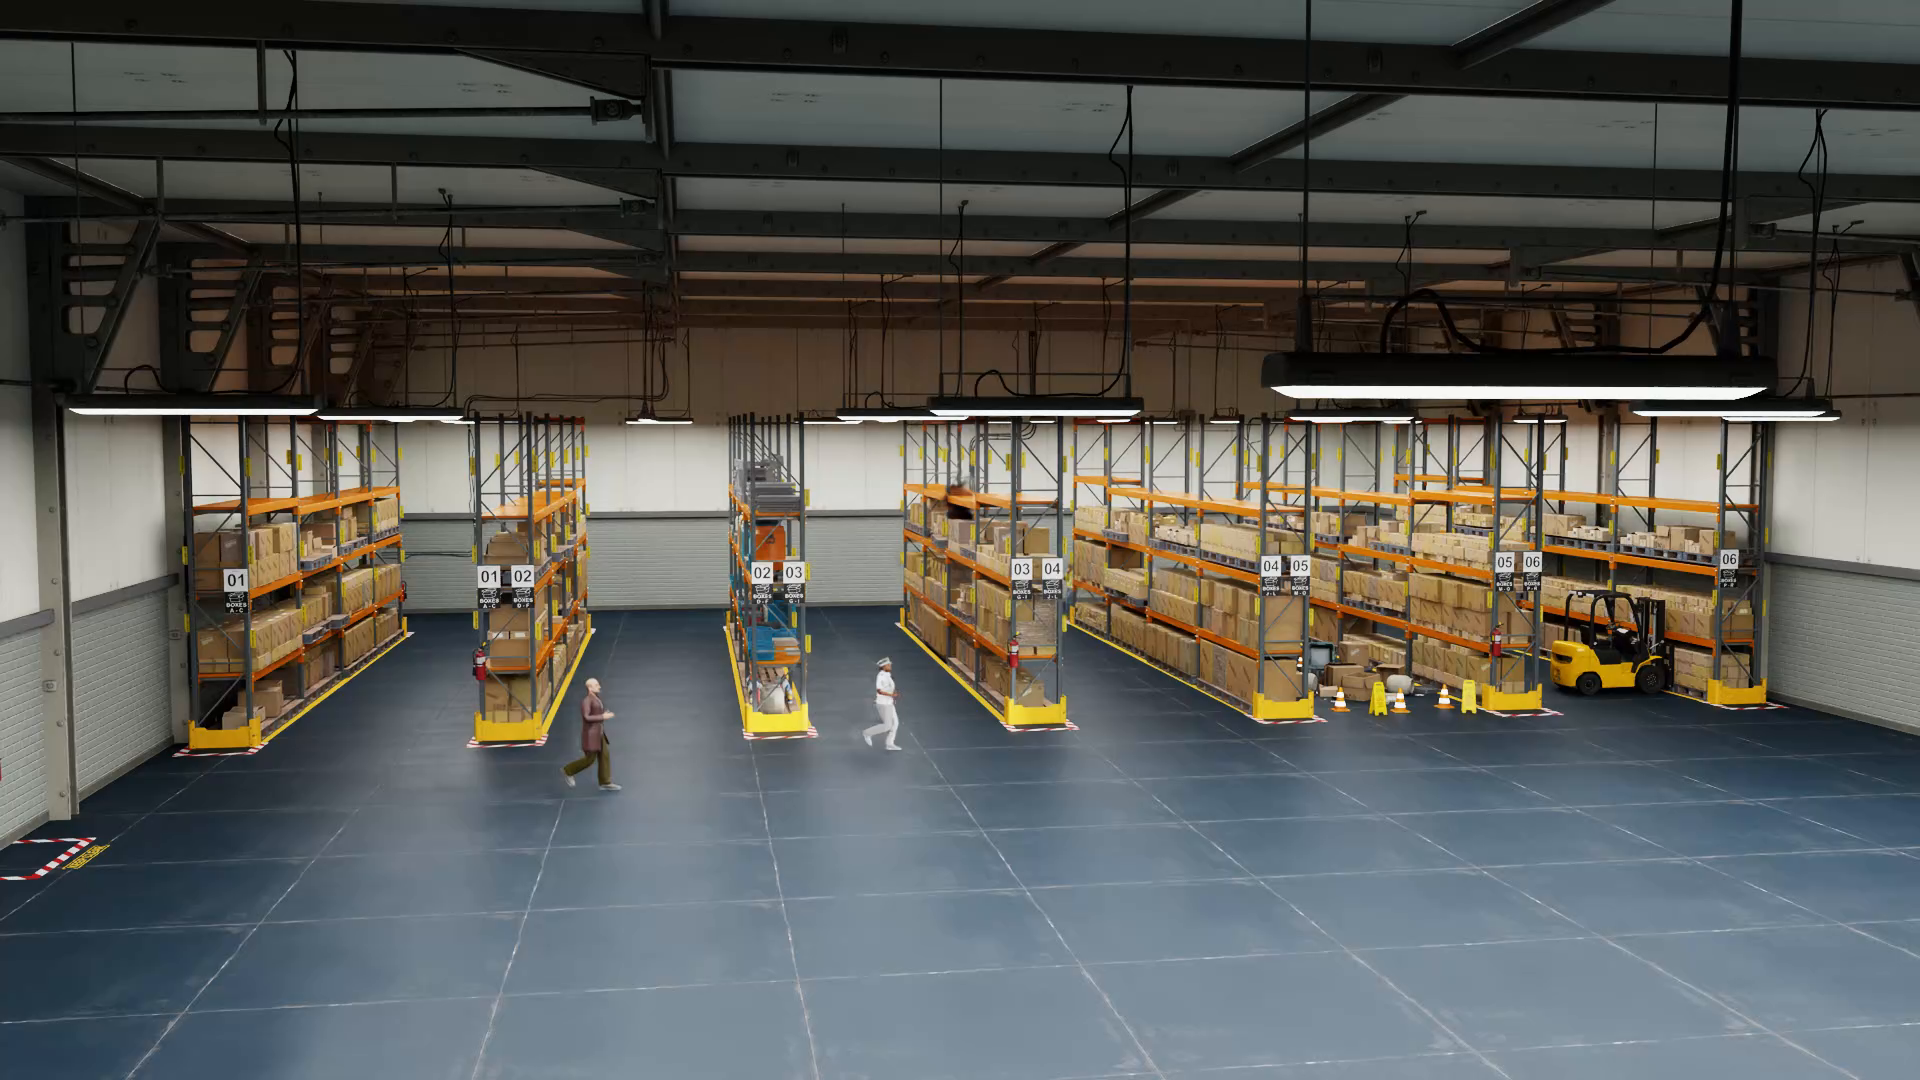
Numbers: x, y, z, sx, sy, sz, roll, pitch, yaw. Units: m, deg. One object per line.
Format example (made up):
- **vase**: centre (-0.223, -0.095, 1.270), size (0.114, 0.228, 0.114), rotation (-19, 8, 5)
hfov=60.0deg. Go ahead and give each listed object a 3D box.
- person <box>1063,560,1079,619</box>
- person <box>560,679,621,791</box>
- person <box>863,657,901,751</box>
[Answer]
- **person**: centre (3.374, 1.480, 49.609), size (0.690, 1.838, 0.721), rotation (-2, 4, -22)
- **person**: centre (-5.794, 3.047, 26.076), size (0.965, 1.761, 0.718), rotation (0, 4, 7)
- **person**: centre (-1.368, 2.887, 29.432), size (0.694, 1.664, 0.584), rotation (1, 4, 8)
